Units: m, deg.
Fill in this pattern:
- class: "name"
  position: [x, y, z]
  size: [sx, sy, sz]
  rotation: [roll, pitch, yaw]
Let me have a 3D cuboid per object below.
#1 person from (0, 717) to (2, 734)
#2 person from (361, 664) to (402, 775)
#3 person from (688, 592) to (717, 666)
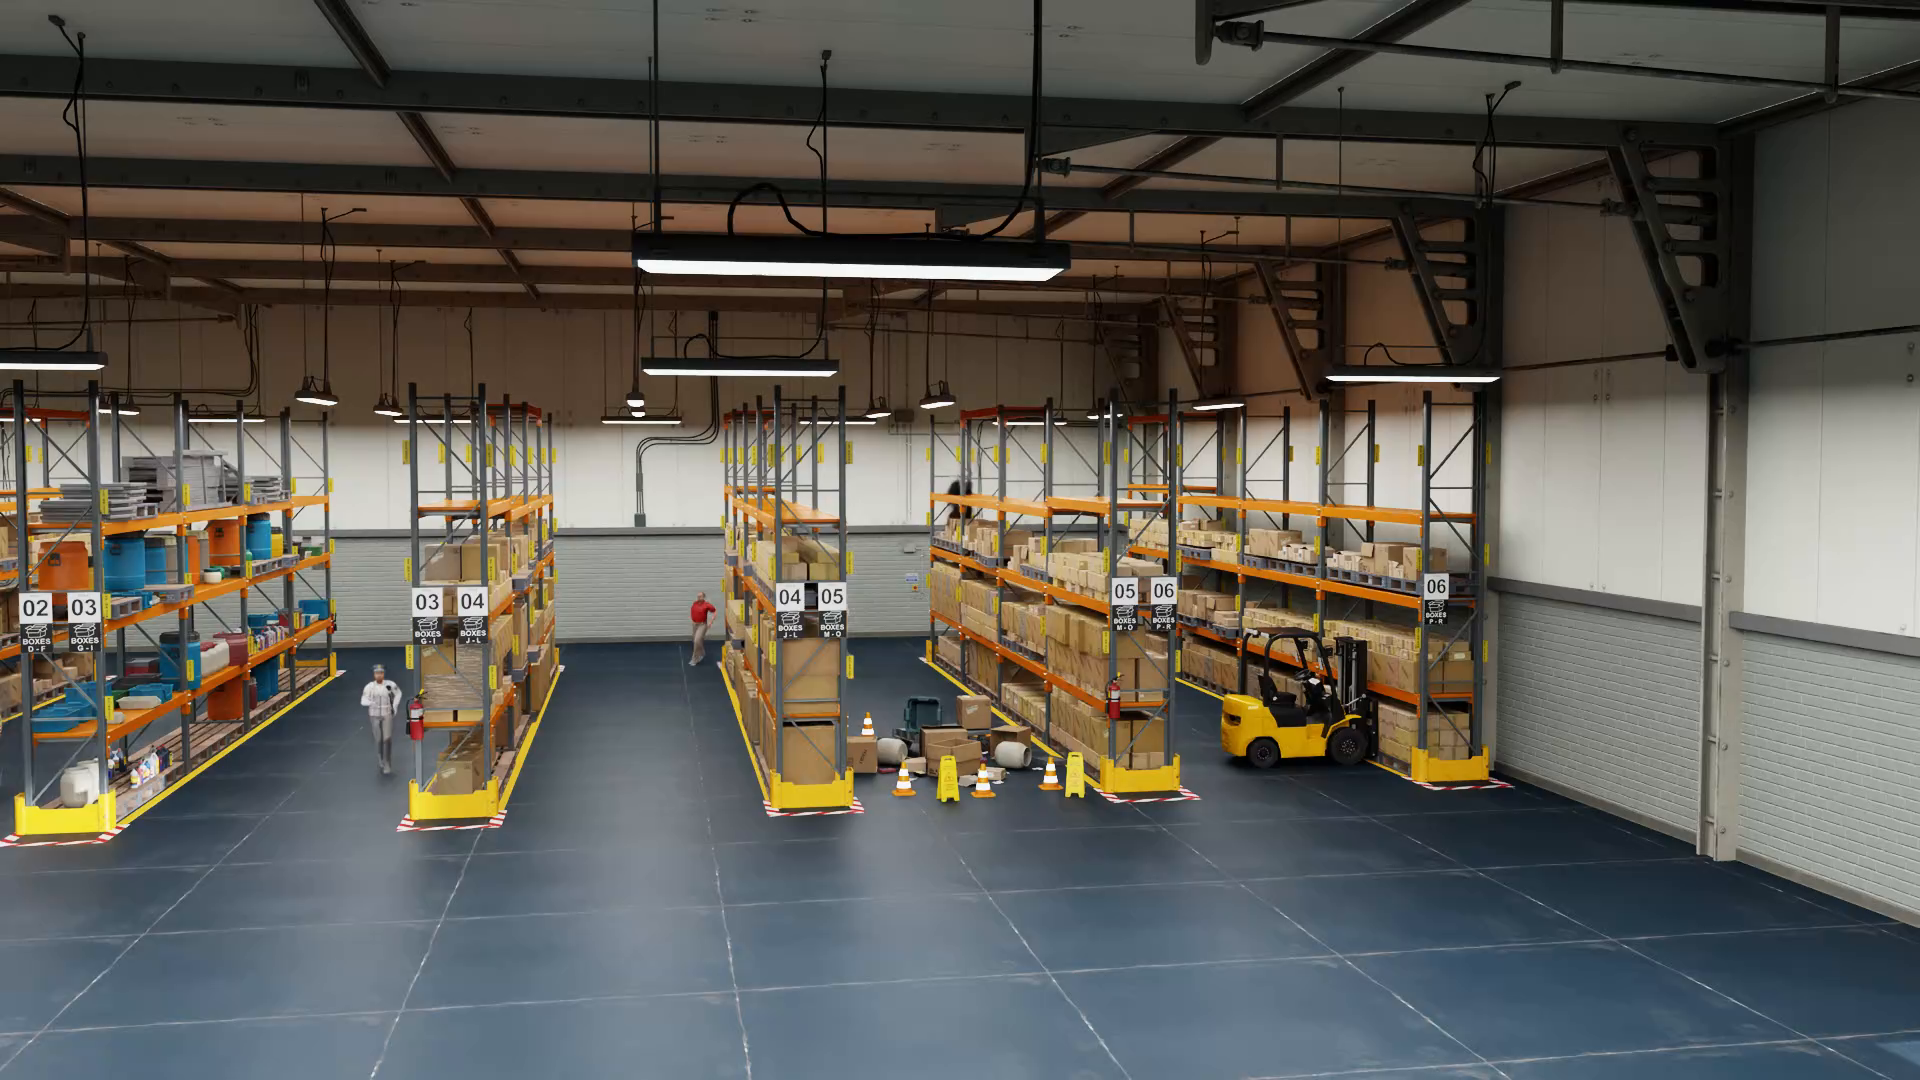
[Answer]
- class: "person"
  position: [-13.948, 2.974, 23.732]
  size: [0.555, 1.640, 0.619]
  rotation: [-1, 3, -11]
- class: "person"
  position: [-9.169, 2.828, 26.349]
  size: [0.591, 1.753, 0.753]
  rotation: [-1, 3, -13]
- class: "person"
  position: [-6.225, 2.113, 39.936]
  size: [0.697, 1.749, 0.883]
  rotation: [2, 3, 29]
